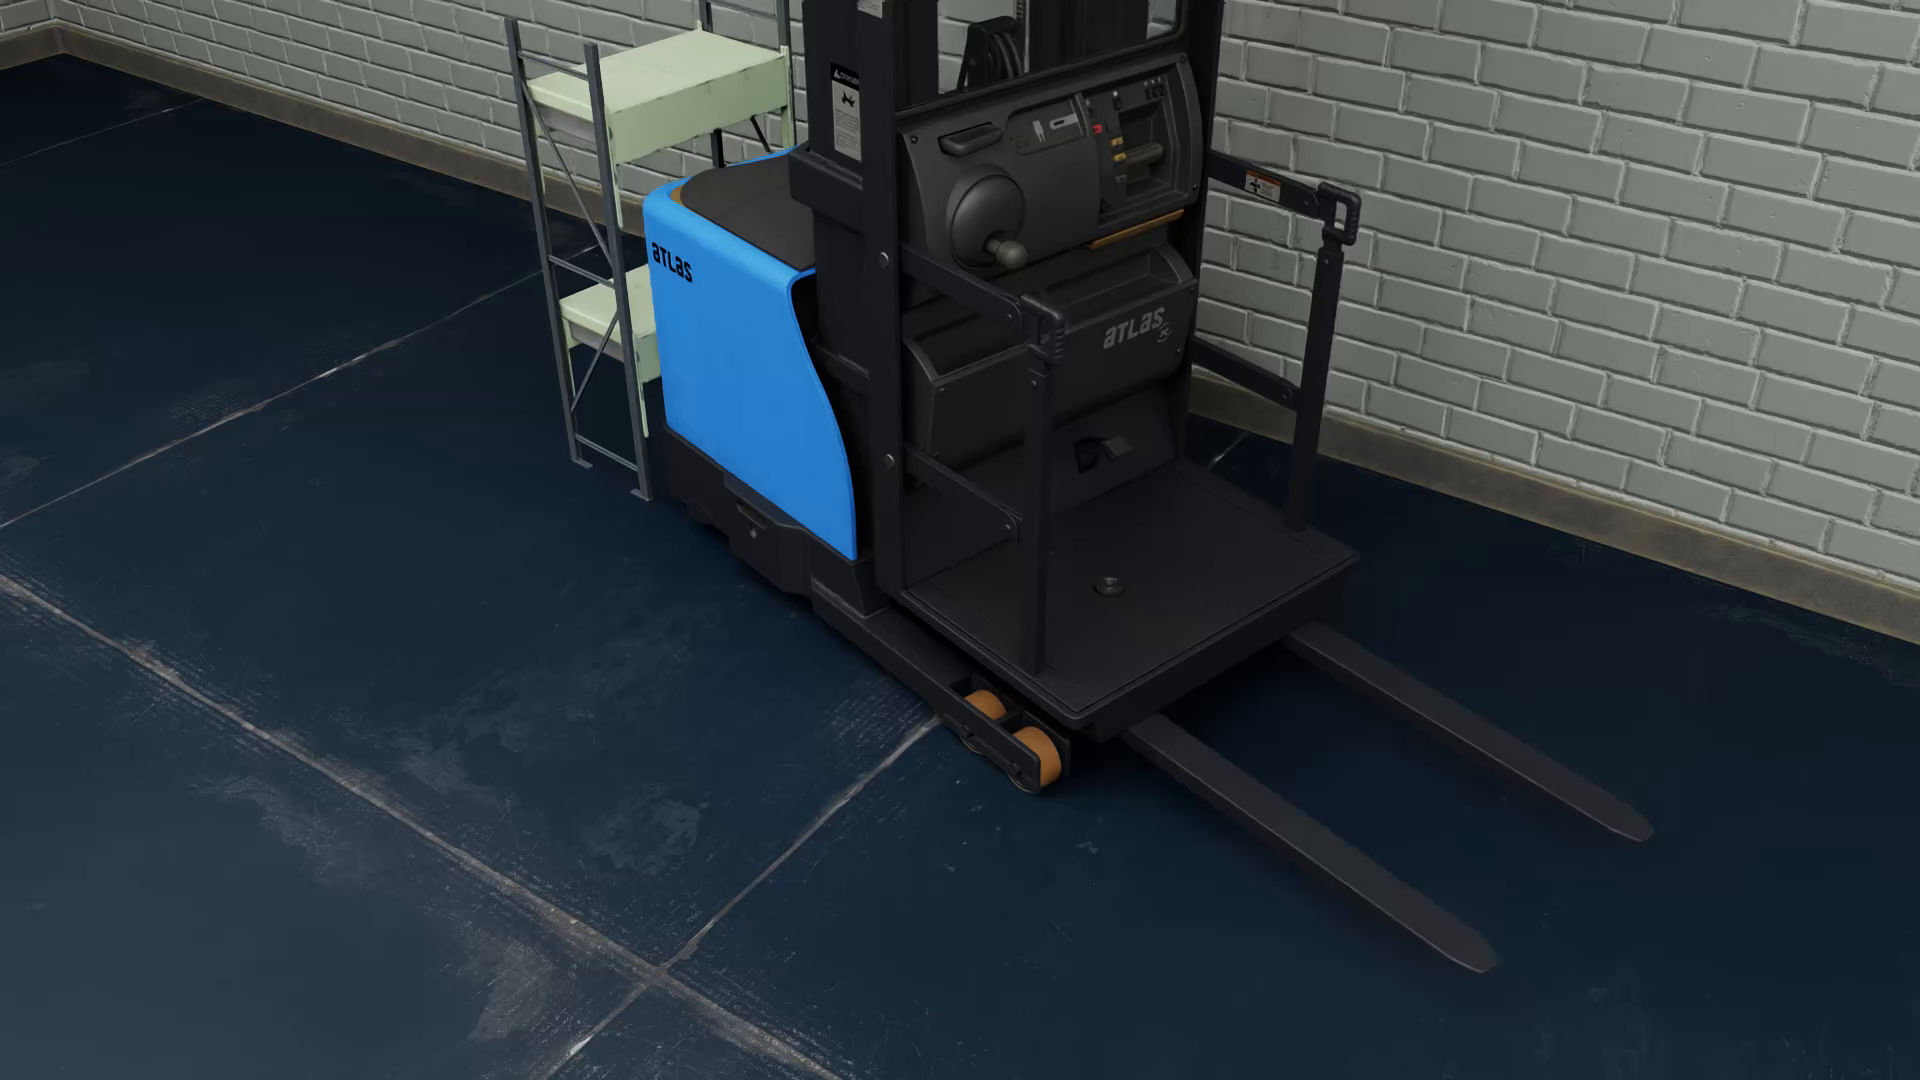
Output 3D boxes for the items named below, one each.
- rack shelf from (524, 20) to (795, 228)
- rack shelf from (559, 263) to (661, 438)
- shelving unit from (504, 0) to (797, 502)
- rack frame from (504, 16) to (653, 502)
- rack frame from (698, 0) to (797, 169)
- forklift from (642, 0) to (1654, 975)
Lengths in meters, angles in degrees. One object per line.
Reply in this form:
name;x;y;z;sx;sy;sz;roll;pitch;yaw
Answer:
rack shelf;-0.921;-1.299;5.136;0.431;0.370;0.720;26;42;33
rack shelf;-0.921;-0.706;5.537;0.431;0.370;0.720;26;42;33
shelving unit;-0.921;-0.976;5.354;0.431;1.500;0.755;26;42;33
rack frame;-1.162;-0.822;5.126;0.400;1.500;0.023;26;42;33
rack frame;-0.681;-1.131;5.583;0.400;1.500;0.023;26;42;33
forklift;0.386;-0.885;3.943;1.130;2.935;3.031;-25;41;-32
